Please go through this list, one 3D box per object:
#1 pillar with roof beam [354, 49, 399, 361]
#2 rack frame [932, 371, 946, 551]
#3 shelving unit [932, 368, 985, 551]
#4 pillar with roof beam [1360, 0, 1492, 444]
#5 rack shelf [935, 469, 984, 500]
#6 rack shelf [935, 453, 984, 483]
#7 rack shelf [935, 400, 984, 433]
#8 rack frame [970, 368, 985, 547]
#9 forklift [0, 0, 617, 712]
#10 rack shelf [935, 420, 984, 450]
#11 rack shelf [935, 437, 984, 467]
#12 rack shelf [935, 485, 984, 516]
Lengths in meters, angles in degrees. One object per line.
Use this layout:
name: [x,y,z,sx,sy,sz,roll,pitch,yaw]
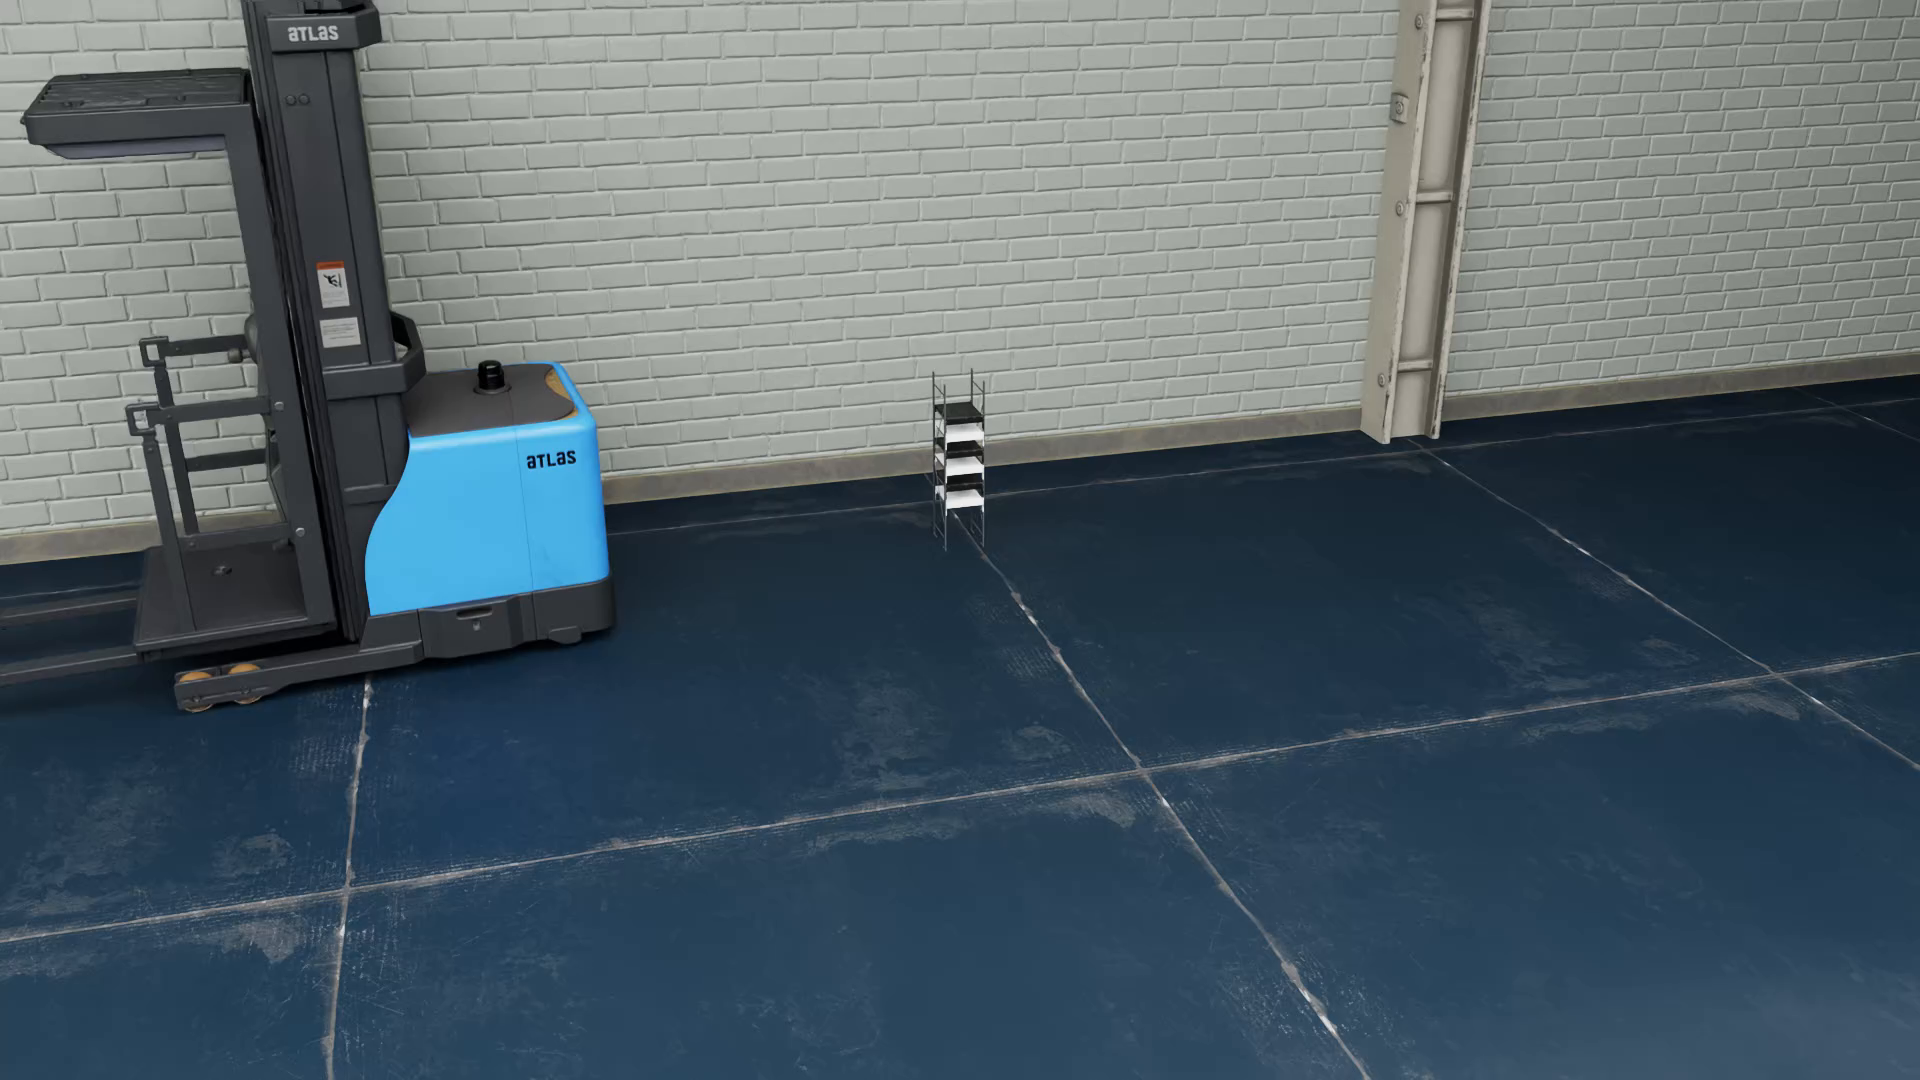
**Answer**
pillar with roof beam: [-1.900,-2.525,3.223,0.400,9.000,9.100,-6,24,-14]
rack frame: [-0.106,-0.402,8.545,0.006,0.900,0.240,-6,24,-14]
shelving unit: [-0.008,-0.413,8.571,0.210,0.900,0.258,-6,24,-14]
pillar with roof beam: [3.877,-3.164,4.712,0.400,9.000,9.100,-6,24,-14]
rack shelf: [-0.008,-0.299,8.619,0.200,0.077,0.258,-6,24,-14]
rack shelf: [-0.008,-0.382,8.584,0.200,0.077,0.258,-6,24,-14]
rack shelf: [-0.008,-0.630,8.477,0.200,0.077,0.258,-6,24,-14]
rack frame: [0.090,-0.424,8.596,0.006,0.900,0.240,-6,24,-14]
forklift: [-3.159,-0.854,7.023,3.031,2.935,1.130,-9,25,-20]
rack shelf: [-0.008,-0.547,8.513,0.200,0.077,0.258,-6,24,-14]
rack shelf: [-0.008,-0.465,8.548,0.200,0.077,0.258,-6,24,-14]
rack shelf: [-0.008,-0.217,8.655,0.200,0.077,0.258,-6,24,-14]
